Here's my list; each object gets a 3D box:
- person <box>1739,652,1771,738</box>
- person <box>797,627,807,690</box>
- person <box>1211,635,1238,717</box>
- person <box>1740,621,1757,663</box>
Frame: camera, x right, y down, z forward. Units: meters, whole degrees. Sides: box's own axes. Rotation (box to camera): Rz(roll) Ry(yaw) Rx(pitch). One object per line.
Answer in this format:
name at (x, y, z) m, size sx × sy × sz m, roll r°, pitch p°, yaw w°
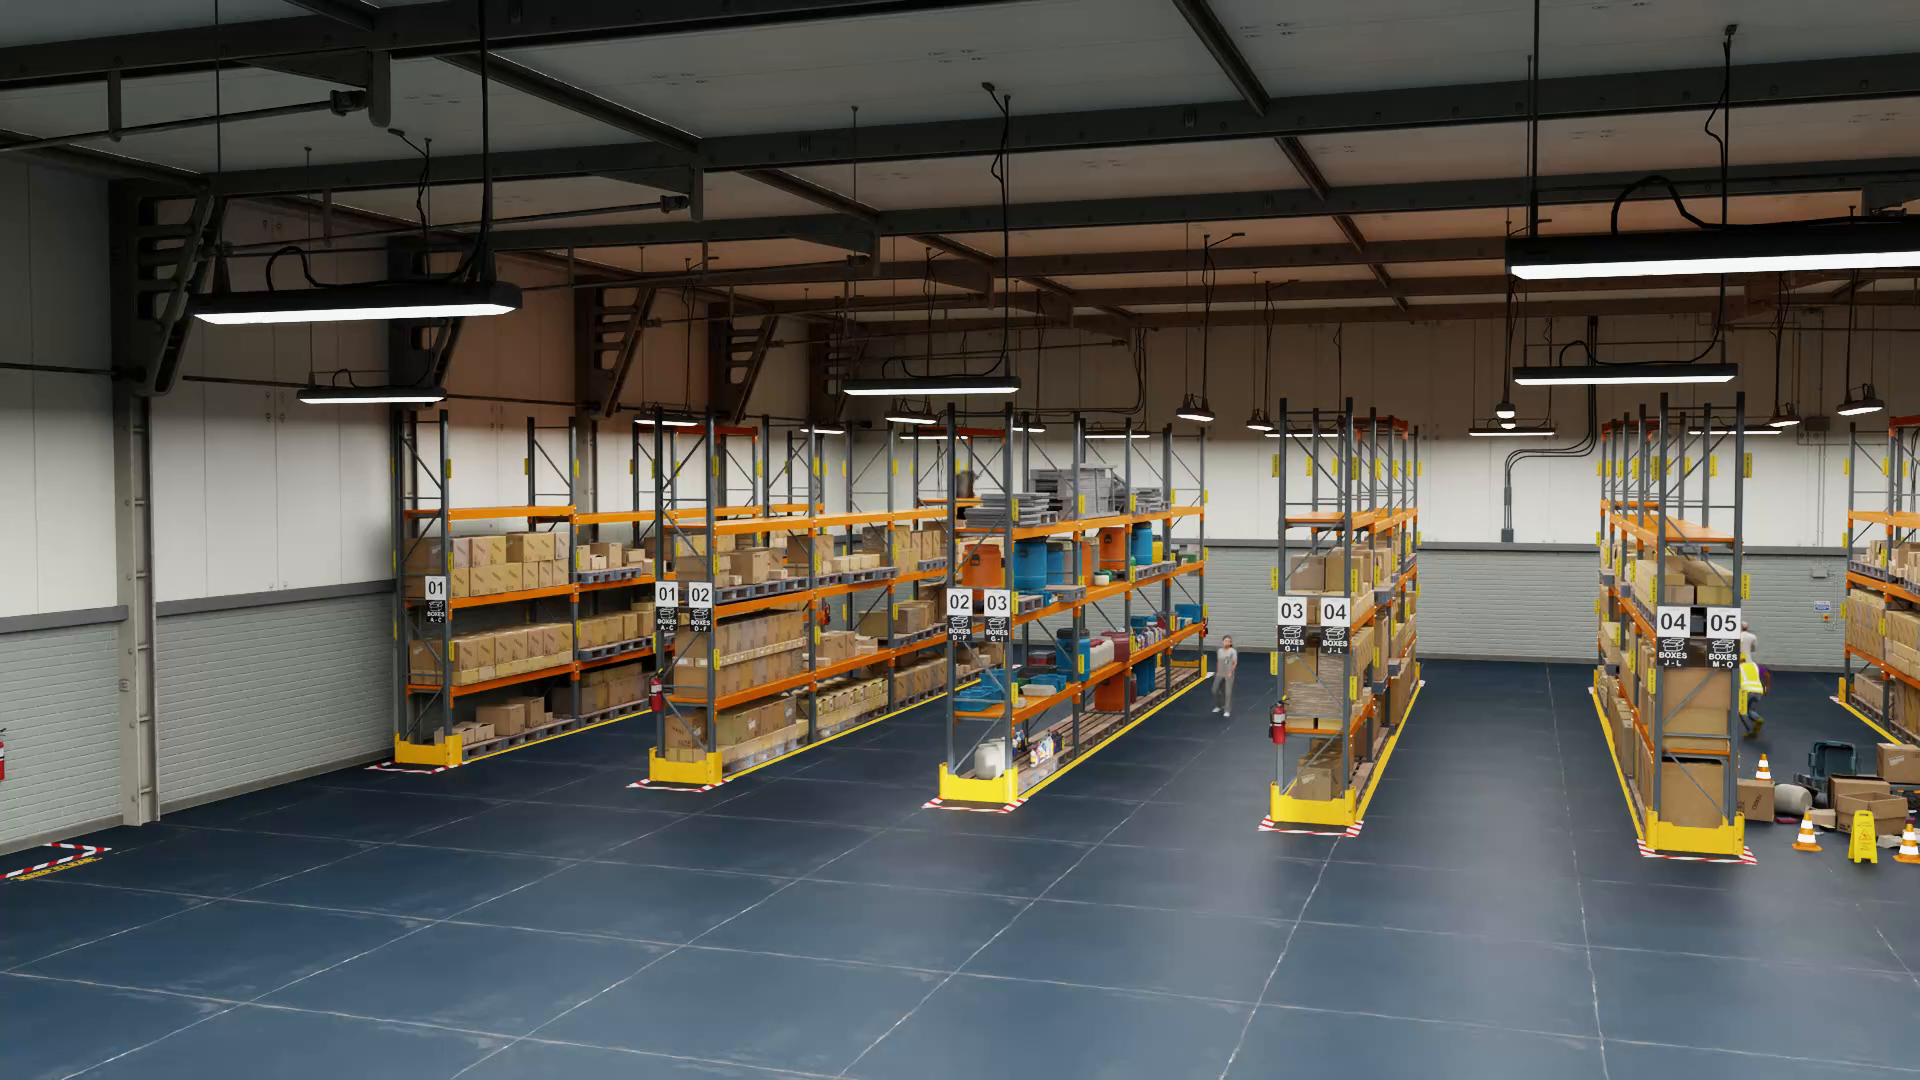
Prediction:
person at (14.777, 2.893, 31.076) m, size 0.728 × 1.565 × 0.929 m, roll 0°, pitch 2°, yaw -1°
person at (-3.435, 2.656, 35.912) m, size 0.604 × 1.641 × 0.609 m, roll 0°, pitch 2°, yaw 10°
person at (5.313, 2.752, 33.529) m, size 0.612 × 1.640 × 0.629 m, roll 2°, pitch 3°, yaw 32°
person at (16.515, 2.586, 35.110) m, size 0.693 × 1.752 × 1.063 m, roll 0°, pitch 2°, yaw -4°
